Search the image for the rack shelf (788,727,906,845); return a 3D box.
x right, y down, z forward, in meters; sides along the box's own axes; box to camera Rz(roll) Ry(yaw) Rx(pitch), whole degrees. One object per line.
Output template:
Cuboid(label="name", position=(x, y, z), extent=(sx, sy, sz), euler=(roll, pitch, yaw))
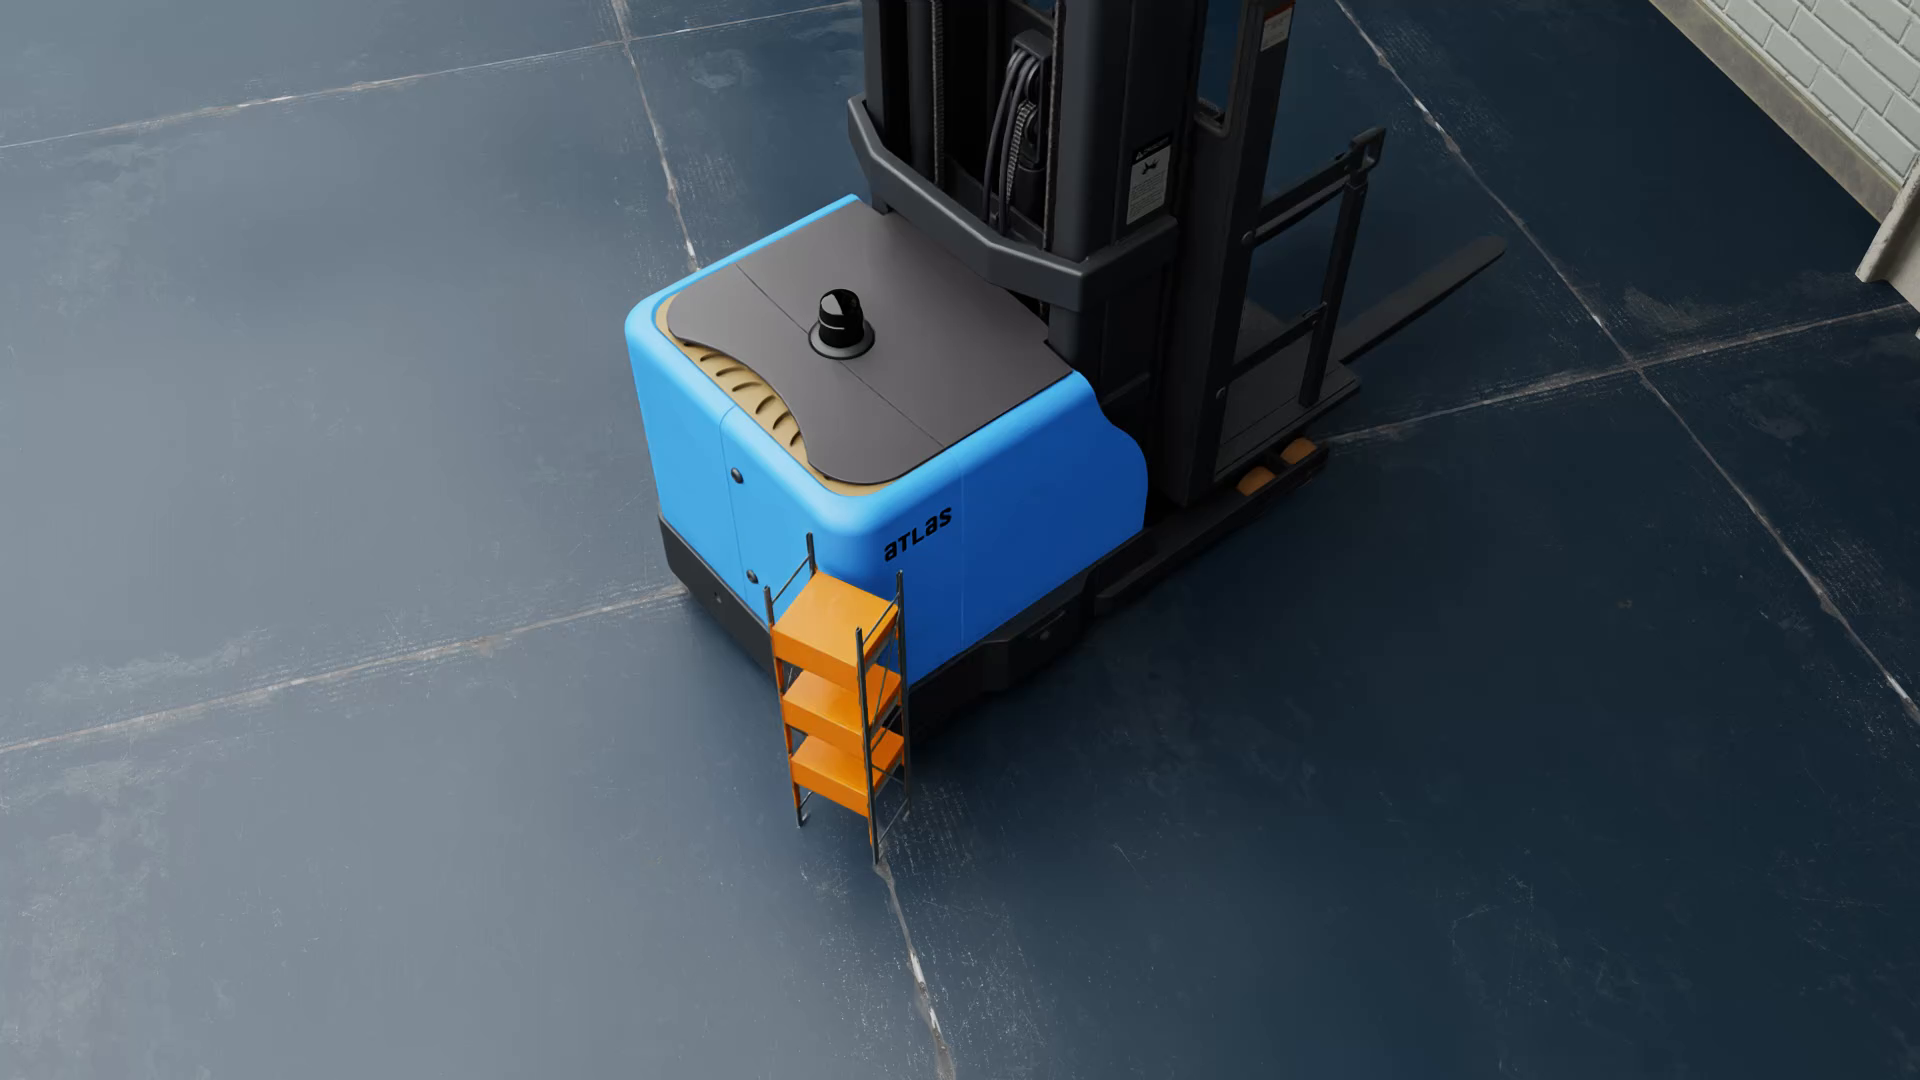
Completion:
Cuboid(label="rack shelf", position=(-0.290, 0.616, 4.421), extent=(0.240, 0.259, 0.215), euler=(23, 54, 18))

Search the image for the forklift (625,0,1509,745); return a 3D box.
Cuboid(label="forklift", position=(0.555, -1.297, 4.426), extent=(3.031, 2.935, 1.130), euler=(-33, 57, -24))

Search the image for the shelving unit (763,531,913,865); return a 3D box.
Cuboid(label="shelving unit", position=(-0.290, 0.430, 4.201), extent=(0.252, 1.050, 0.215), euler=(23, 54, 18))

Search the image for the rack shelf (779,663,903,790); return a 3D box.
Cuboid(label="rack shelf", position=(-0.290, 0.437, 4.209), extent=(0.240, 0.259, 0.215), euler=(23, 54, 18))

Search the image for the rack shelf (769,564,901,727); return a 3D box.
Cuboid(label="rack shelf", position=(-0.290, 0.254, 3.992), extent=(0.240, 0.259, 0.215), euler=(23, 54, 18))

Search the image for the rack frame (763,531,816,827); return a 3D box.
Cuboid(label="rack frame", position=(-0.397, 0.385, 4.239), extent=(0.008, 1.050, 0.200), euler=(23, 54, 18))

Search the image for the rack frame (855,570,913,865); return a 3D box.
Cuboid(label="rack frame", position=(-0.183, 0.475, 4.163), extent=(0.008, 1.050, 0.200), euler=(23, 54, 18))
